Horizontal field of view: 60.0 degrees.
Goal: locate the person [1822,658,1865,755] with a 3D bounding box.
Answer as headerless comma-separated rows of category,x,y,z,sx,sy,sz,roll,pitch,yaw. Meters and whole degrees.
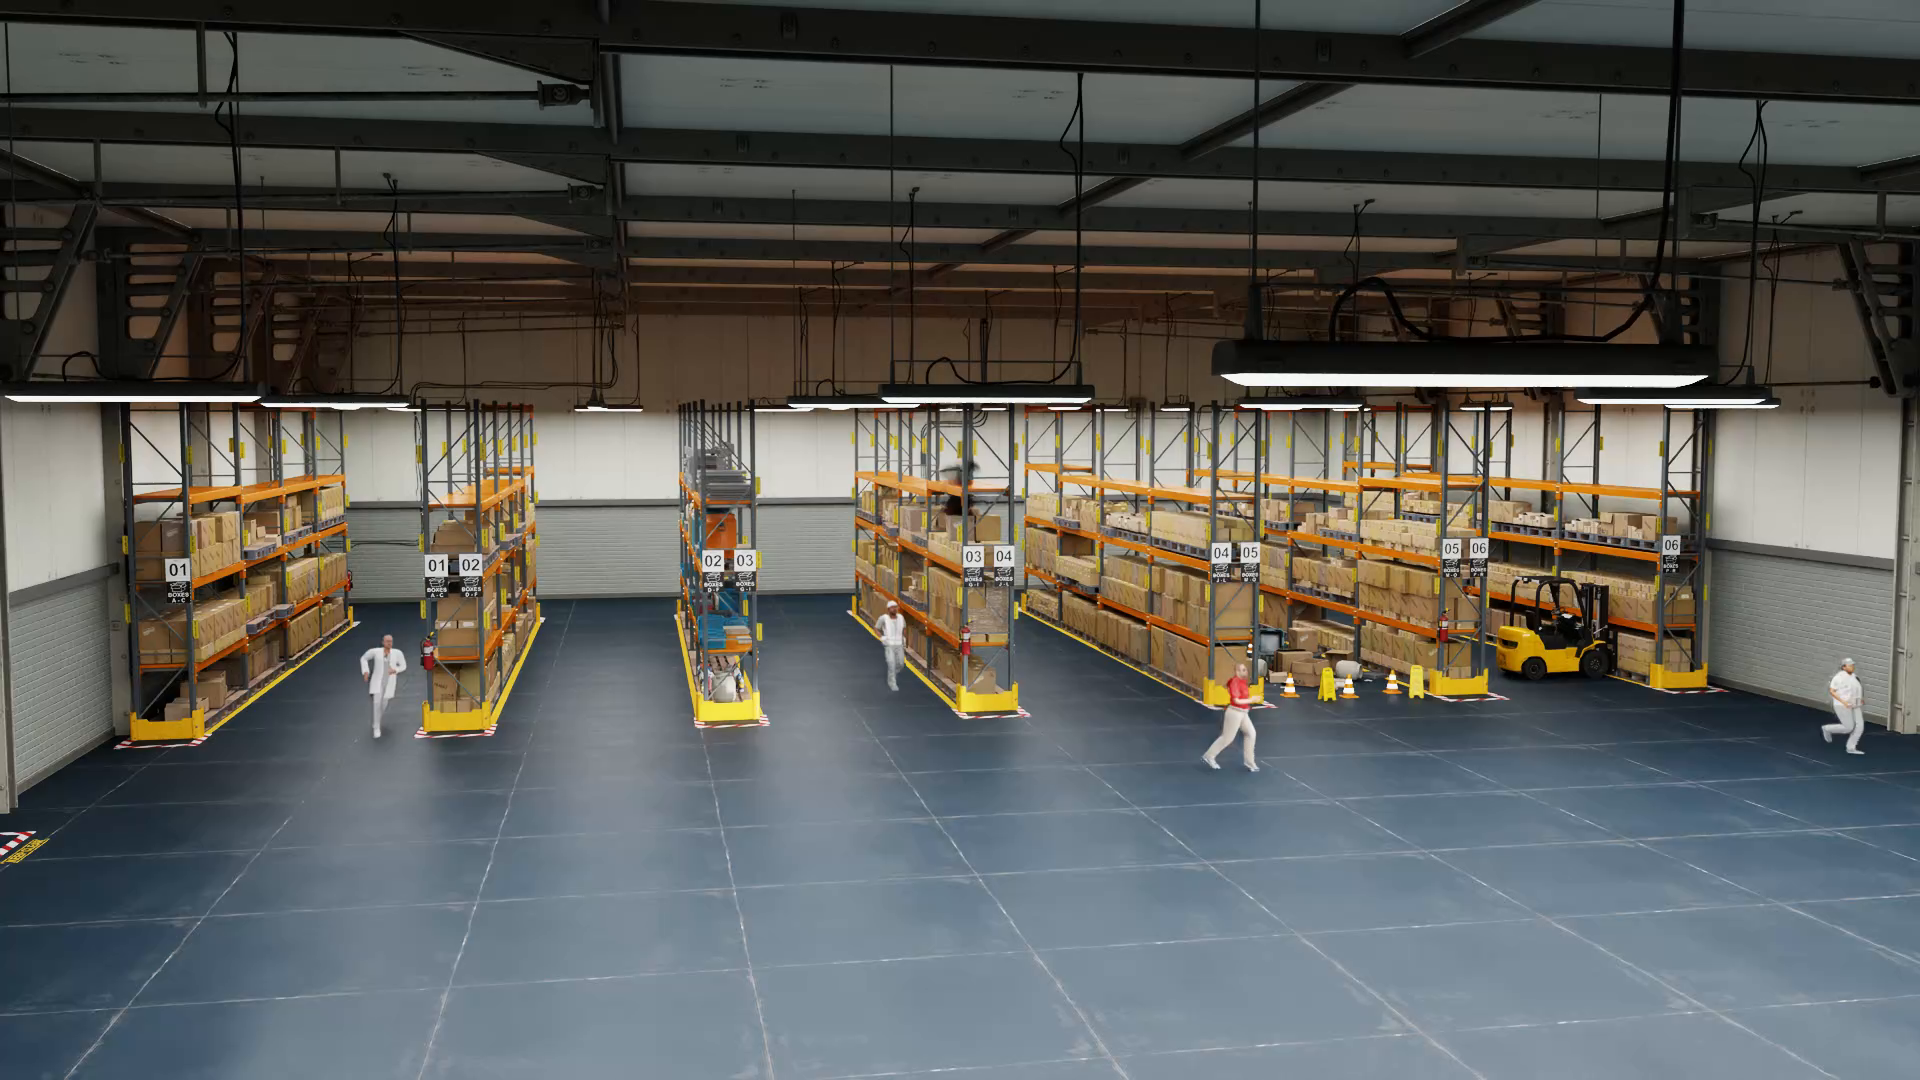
person,15.011,2.800,28.143,0.620,1.617,0.671,-2,5,-25

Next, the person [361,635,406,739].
person,-10.340,2.617,29.886,0.749,1.719,1.037,-3,5,-30

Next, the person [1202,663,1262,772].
person,4.390,2.858,26.699,0.930,1.781,0.670,2,5,22

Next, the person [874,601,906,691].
person,-1.359,2.078,32.891,0.690,1.767,0.539,-2,5,-25

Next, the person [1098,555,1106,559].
person,4.151,1.244,48.424,0.639,1.675,0.643,-2,5,-23
